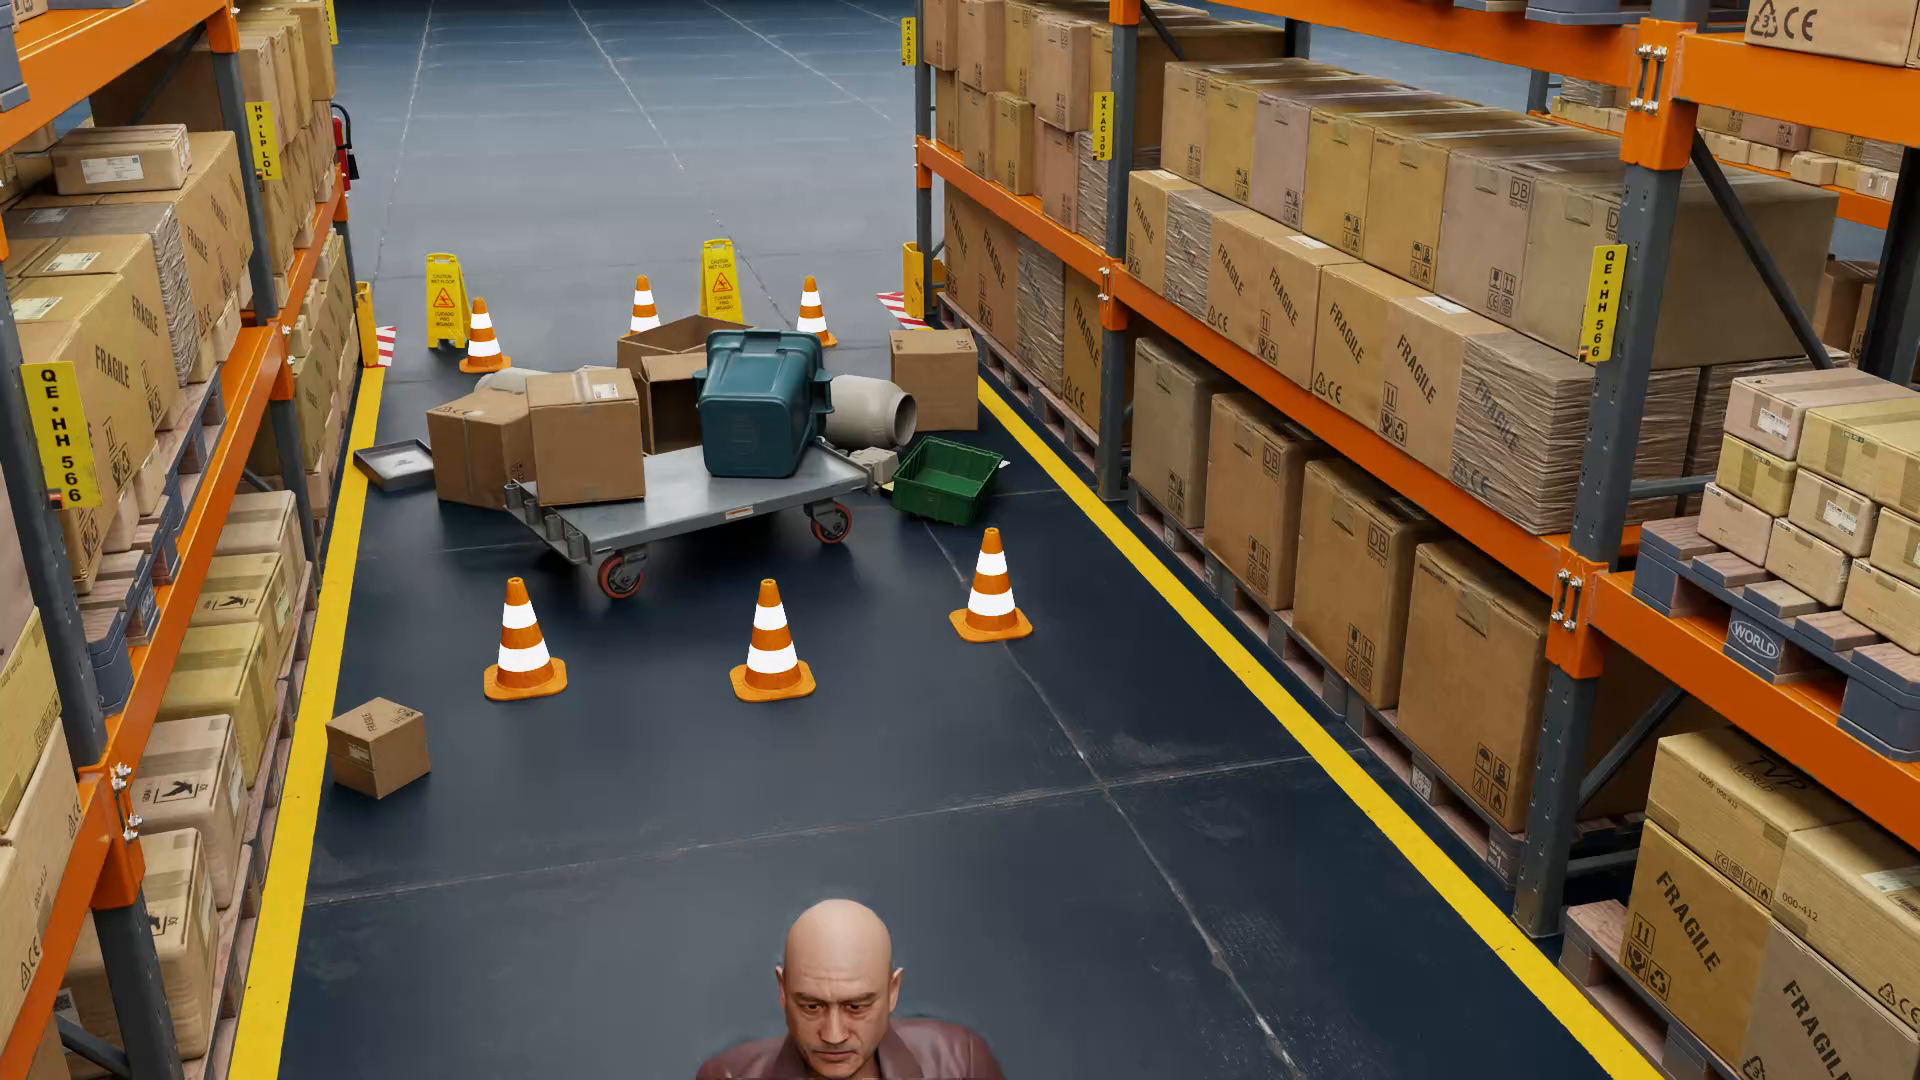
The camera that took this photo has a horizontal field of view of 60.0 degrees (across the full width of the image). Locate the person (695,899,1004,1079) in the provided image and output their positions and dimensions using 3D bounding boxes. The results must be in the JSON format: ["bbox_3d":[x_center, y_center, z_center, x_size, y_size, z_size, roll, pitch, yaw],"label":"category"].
[{"bbox_3d":[-0.145,1.392,2.757,0.563,1.719,1.124,-5,23,-13],"label":"person"}]
